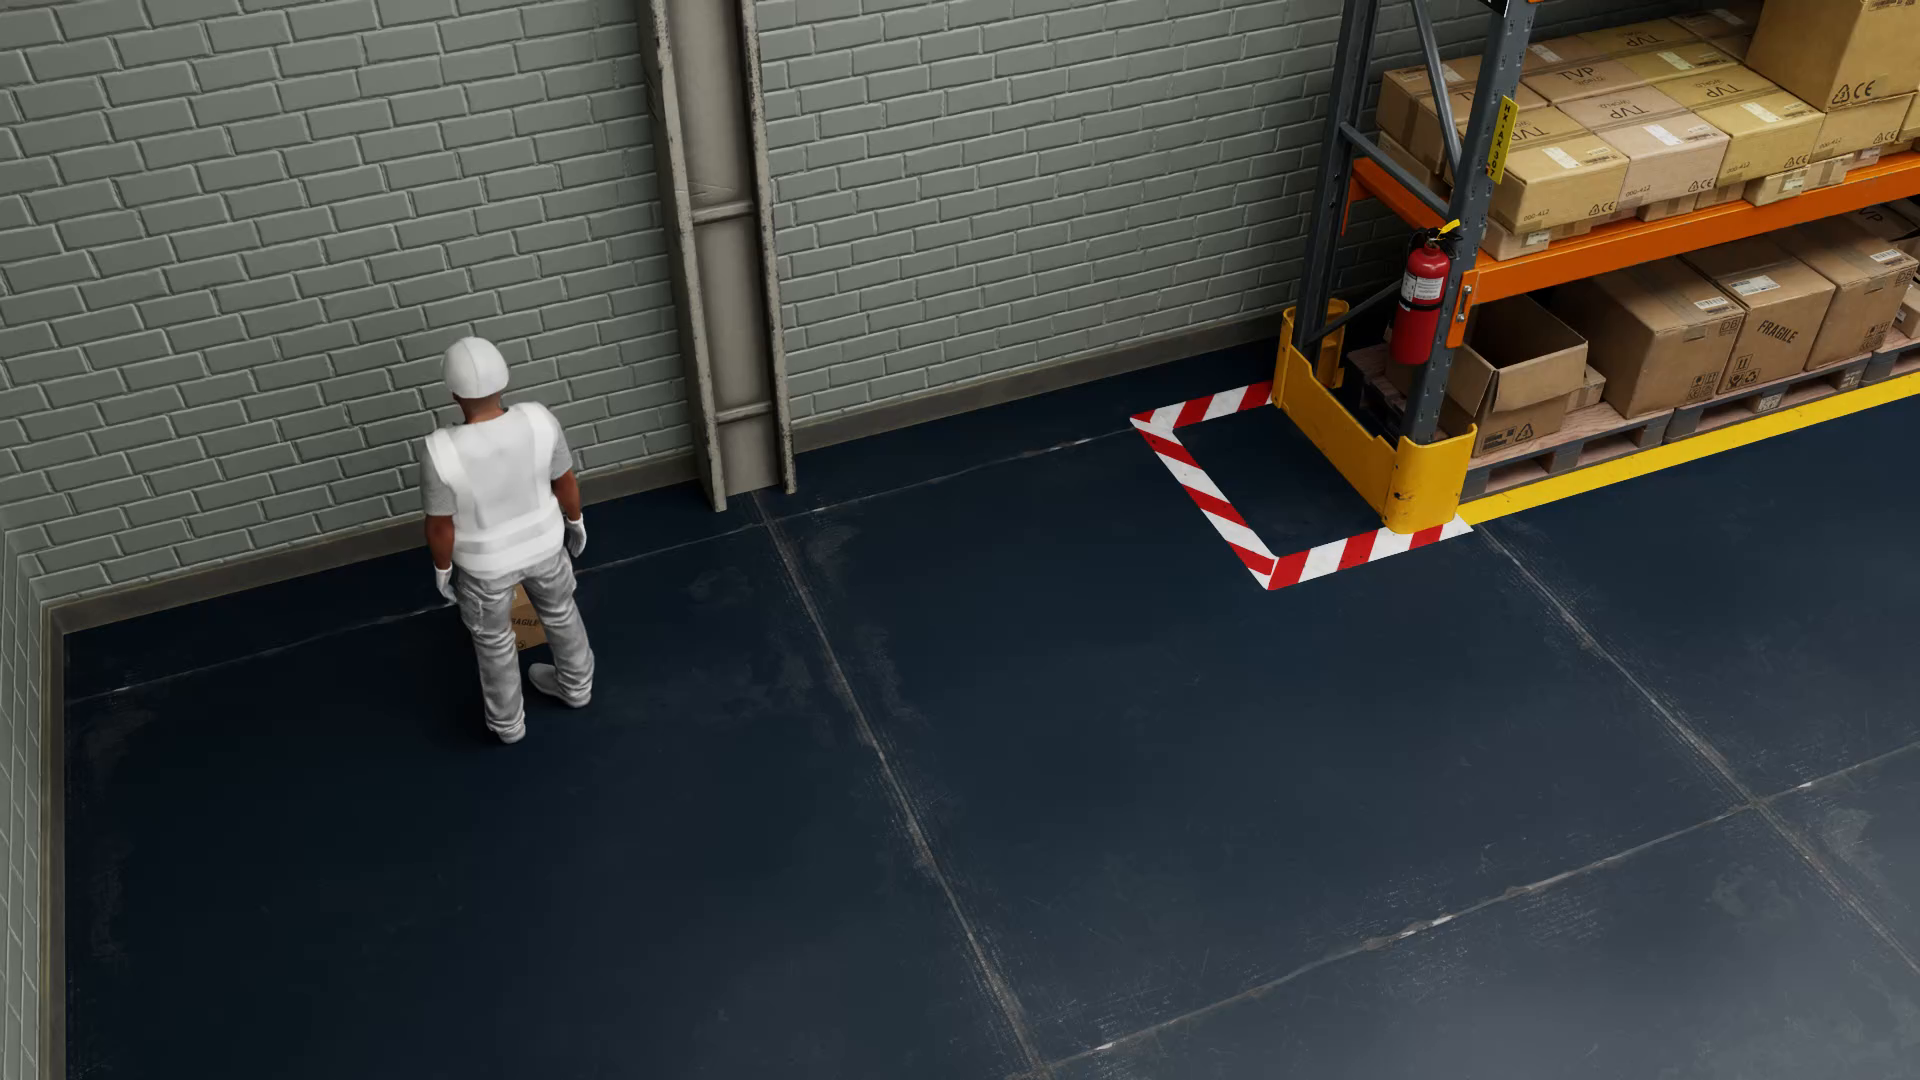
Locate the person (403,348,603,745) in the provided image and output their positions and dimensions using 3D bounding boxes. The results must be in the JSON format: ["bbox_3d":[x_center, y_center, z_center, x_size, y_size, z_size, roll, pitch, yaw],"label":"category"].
[{"bbox_3d":[-1.699,0.066,6.177,0.589,1.644,0.582,-17,44,-19],"label":"person"}]
